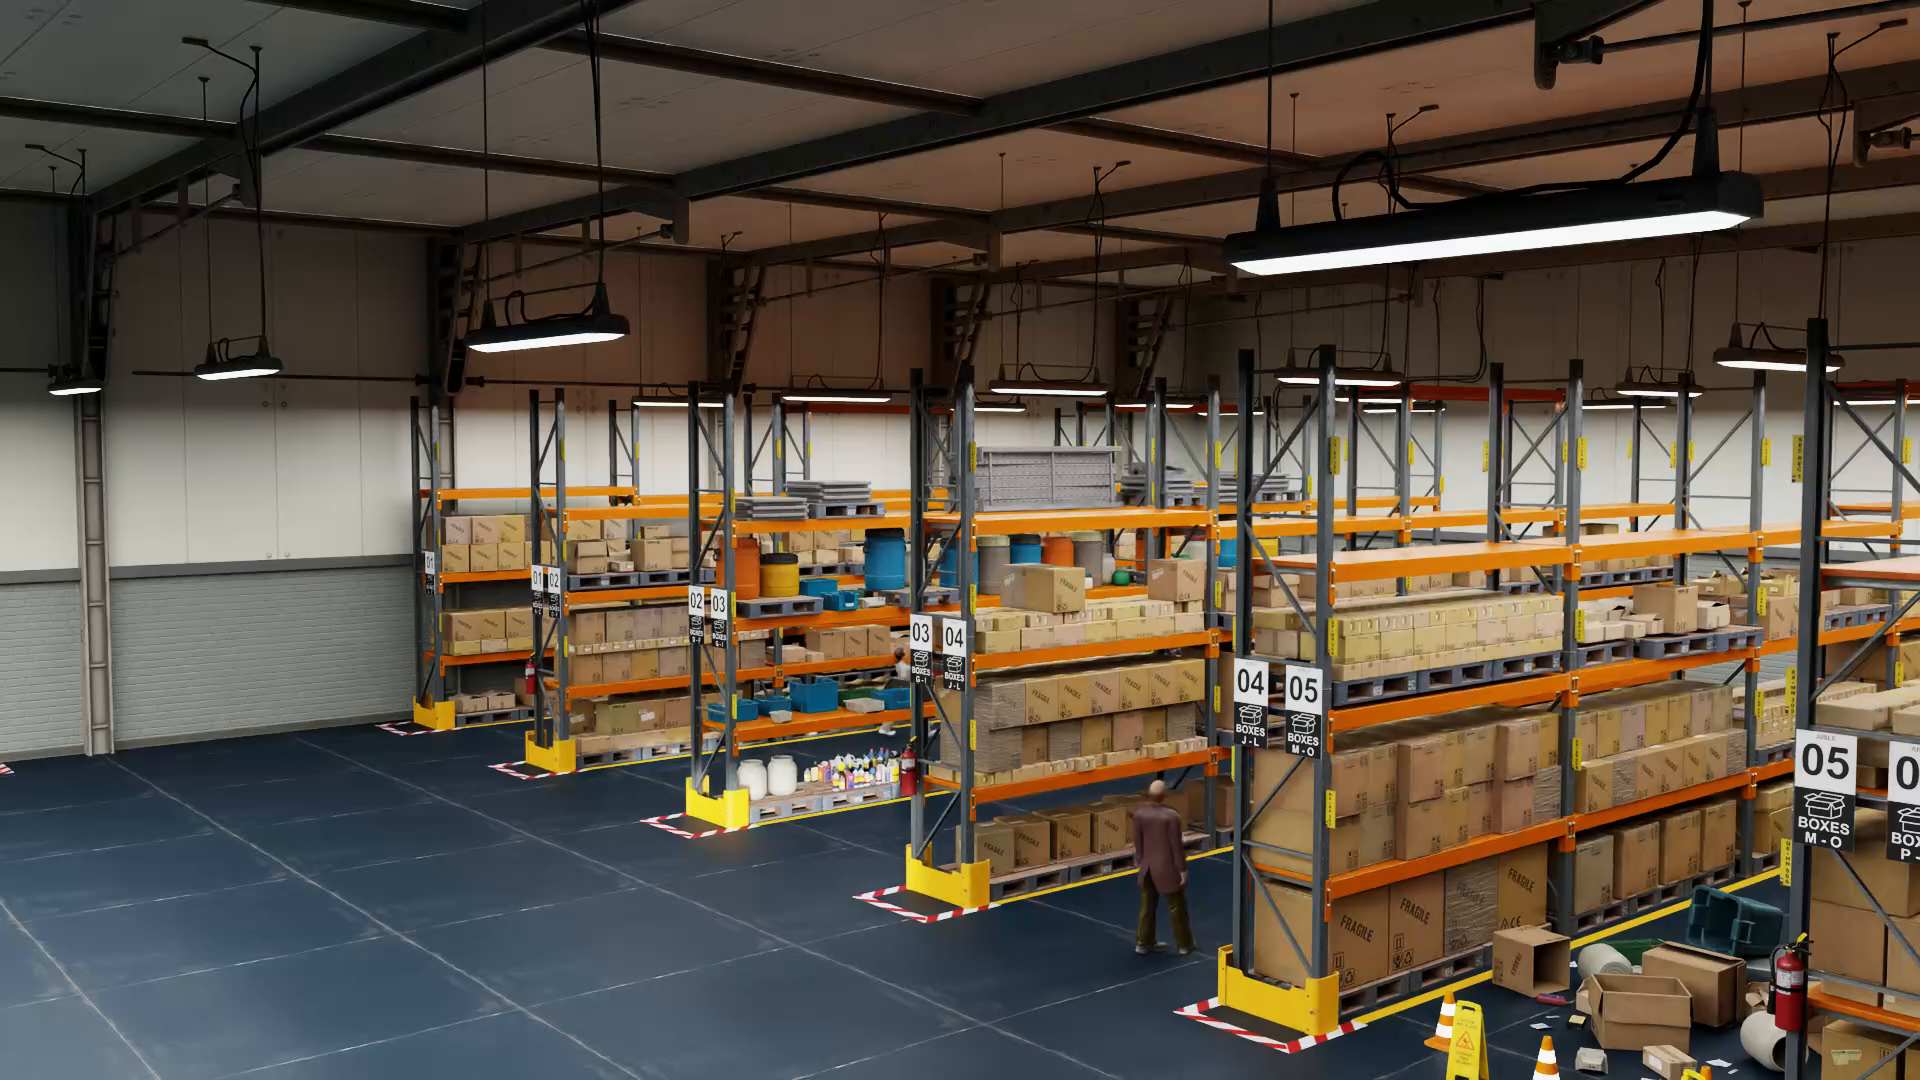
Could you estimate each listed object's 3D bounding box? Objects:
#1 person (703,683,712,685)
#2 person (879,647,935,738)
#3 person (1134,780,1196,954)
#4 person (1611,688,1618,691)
[{"bbox_3d":[-4.616,2.520,30.988,0.518,1.705,0.376,-2,4,-34],"label":"person"},{"bbox_3d":[-0.895,2.655,28.903,1.047,1.602,0.492,0,3,-2],"label":"person"},{"bbox_3d":[2.131,3.289,16.807,0.656,1.775,0.574,-2,4,-33],"label":"person"},{"bbox_3d":[9.395,2.934,23.818,0.928,1.648,0.564,-2,4,-35],"label":"person"}]
